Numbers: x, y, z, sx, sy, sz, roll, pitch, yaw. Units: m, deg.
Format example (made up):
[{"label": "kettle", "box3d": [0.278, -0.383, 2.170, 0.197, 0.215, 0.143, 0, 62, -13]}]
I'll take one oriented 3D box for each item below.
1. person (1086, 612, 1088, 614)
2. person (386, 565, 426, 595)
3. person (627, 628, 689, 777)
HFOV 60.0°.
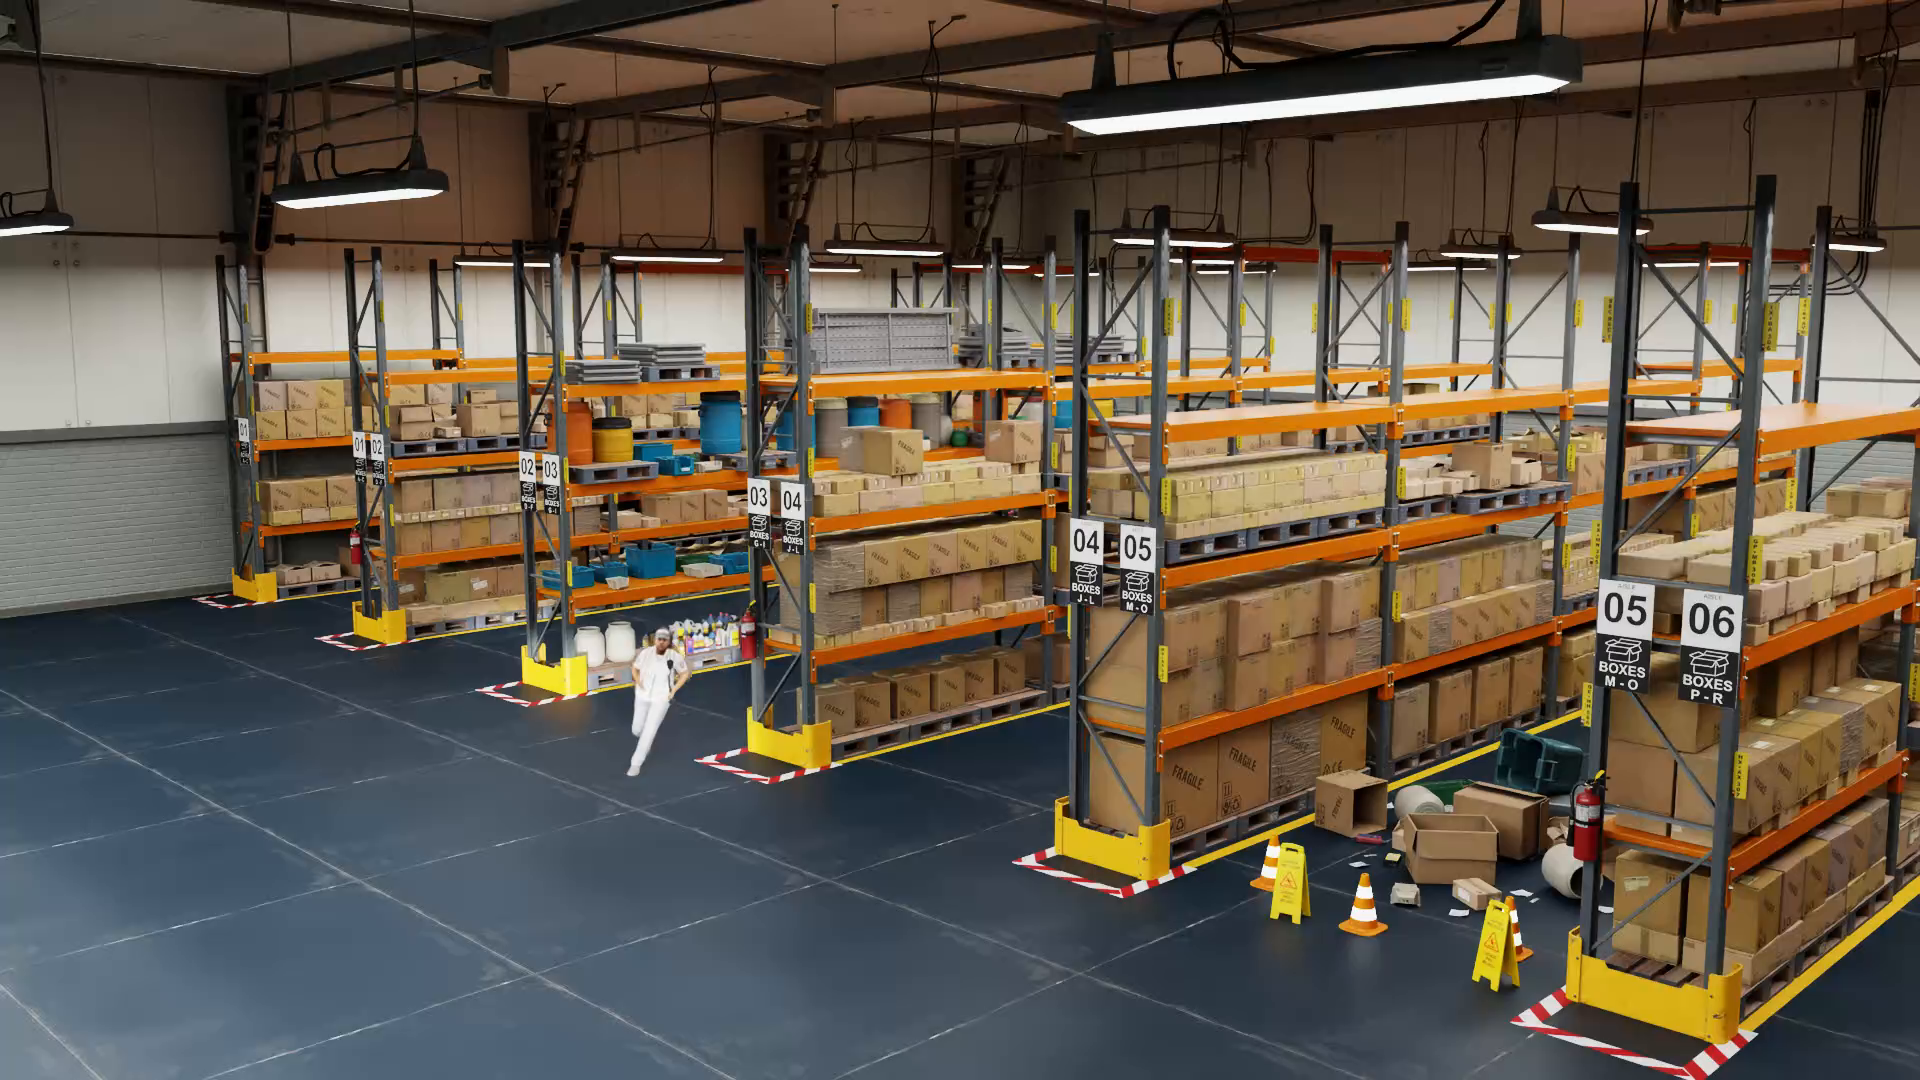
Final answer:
[{"label": "person", "box3d": [1.970, 0.325, 26.147, 0.703, 1.767, 0.586, 6, 10, 35]}, {"label": "person", "box3d": [-9.283, 0.485, 27.692, 0.568, 1.549, 0.738, 7, 11, 42]}, {"label": "person", "box3d": [-3.369, 1.764, 18.573, 0.658, 1.620, 0.844, 1, 8, 6]}]
